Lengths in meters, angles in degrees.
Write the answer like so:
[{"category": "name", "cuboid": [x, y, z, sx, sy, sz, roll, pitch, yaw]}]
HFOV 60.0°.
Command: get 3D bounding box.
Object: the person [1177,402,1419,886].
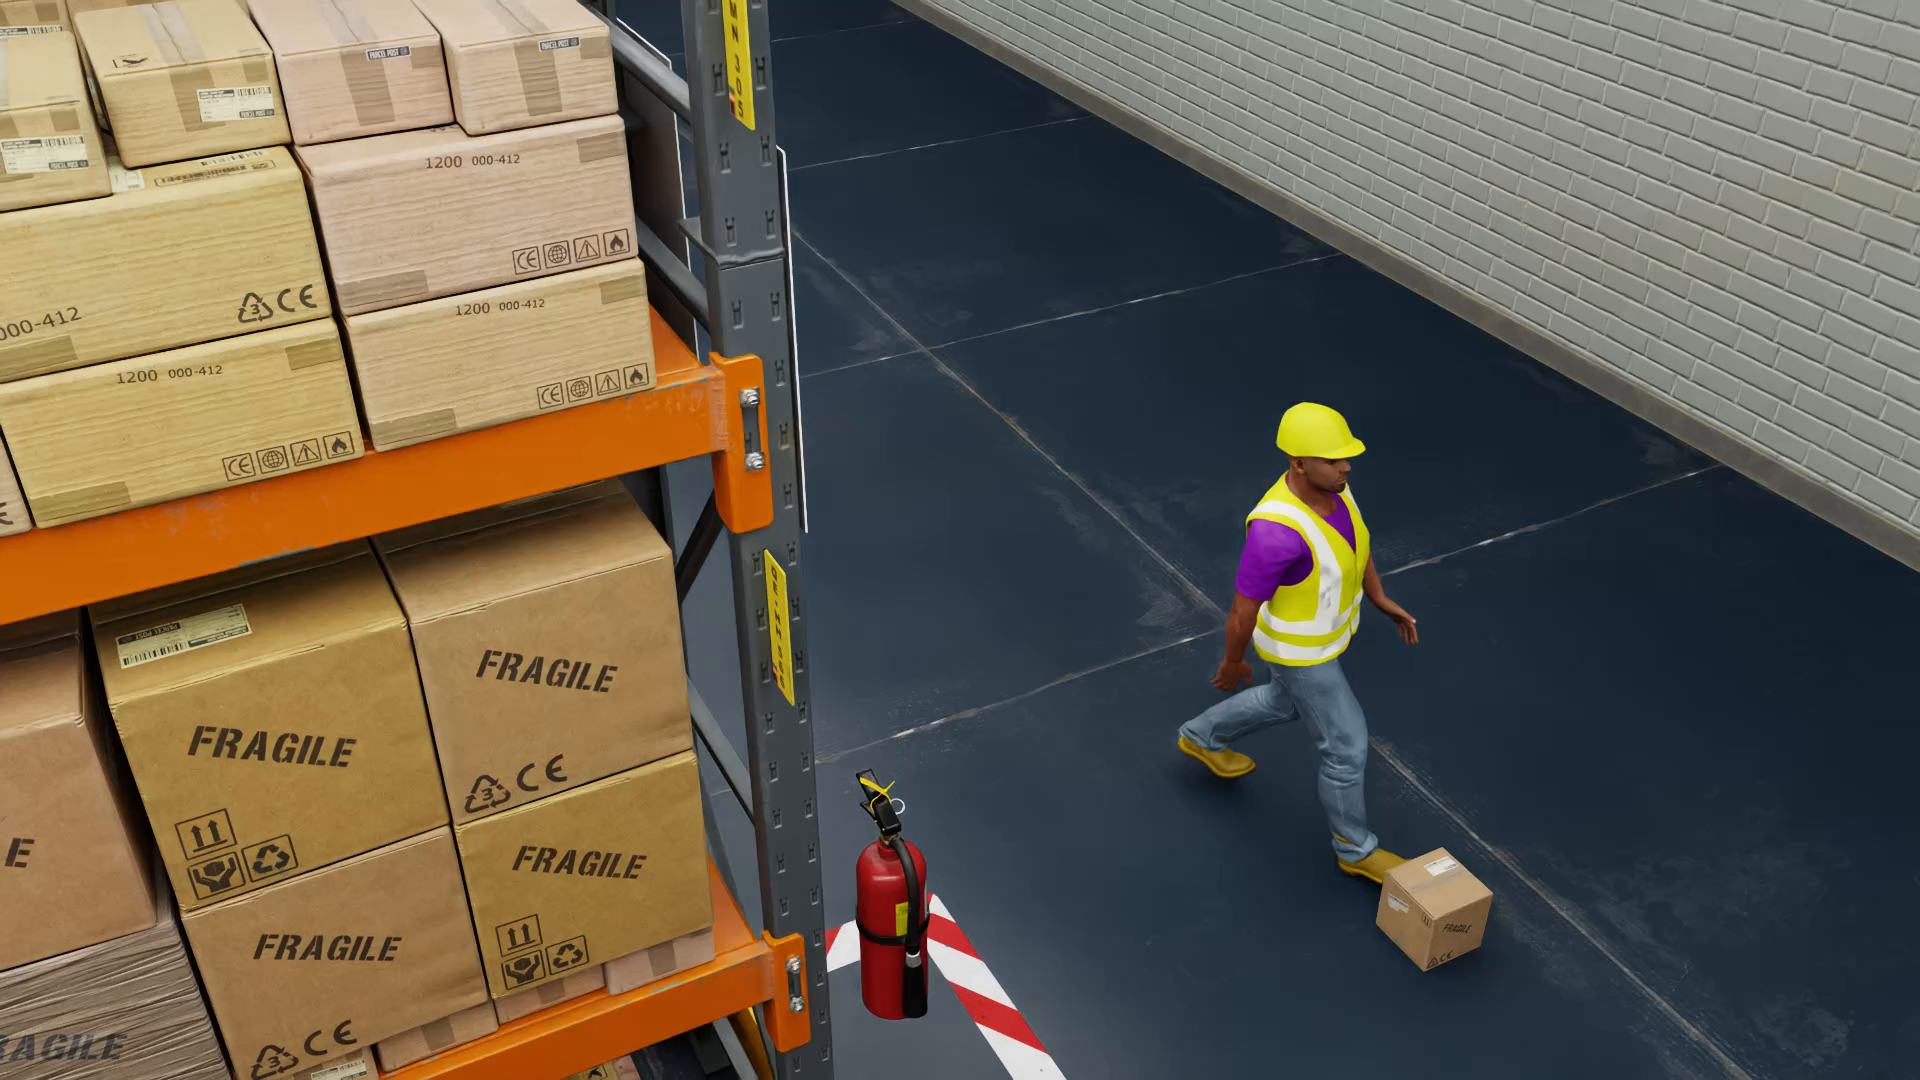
[{"category": "person", "cuboid": [1.217, 0.328, 5.625, 1.012, 1.725, 0.581, 17, 36, 24]}]
